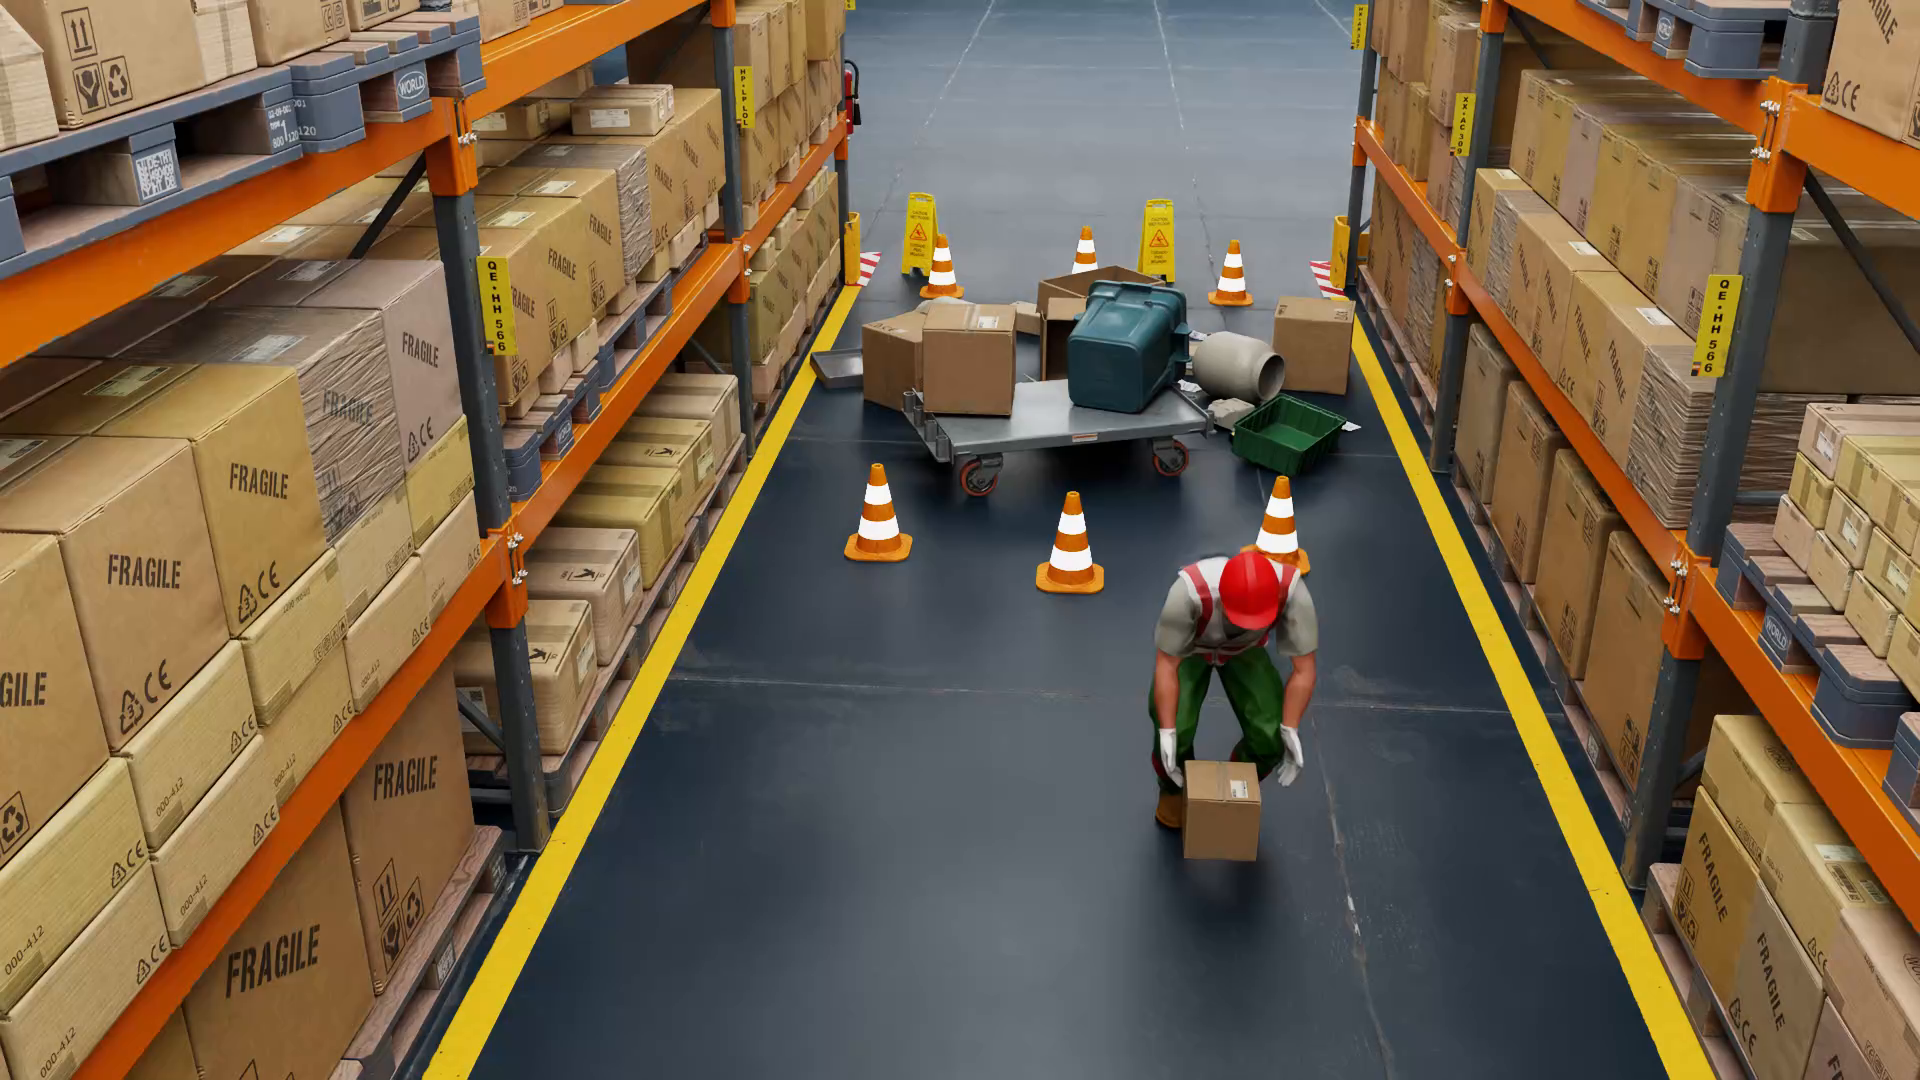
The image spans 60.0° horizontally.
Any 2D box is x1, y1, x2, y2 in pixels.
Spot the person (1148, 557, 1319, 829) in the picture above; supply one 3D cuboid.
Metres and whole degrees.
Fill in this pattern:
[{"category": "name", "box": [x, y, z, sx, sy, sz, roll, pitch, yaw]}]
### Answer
[{"category": "person", "box": [0.991, 0.554, 6.135, 0.586, 1.142, 0.767, 2, 24, 4]}]
